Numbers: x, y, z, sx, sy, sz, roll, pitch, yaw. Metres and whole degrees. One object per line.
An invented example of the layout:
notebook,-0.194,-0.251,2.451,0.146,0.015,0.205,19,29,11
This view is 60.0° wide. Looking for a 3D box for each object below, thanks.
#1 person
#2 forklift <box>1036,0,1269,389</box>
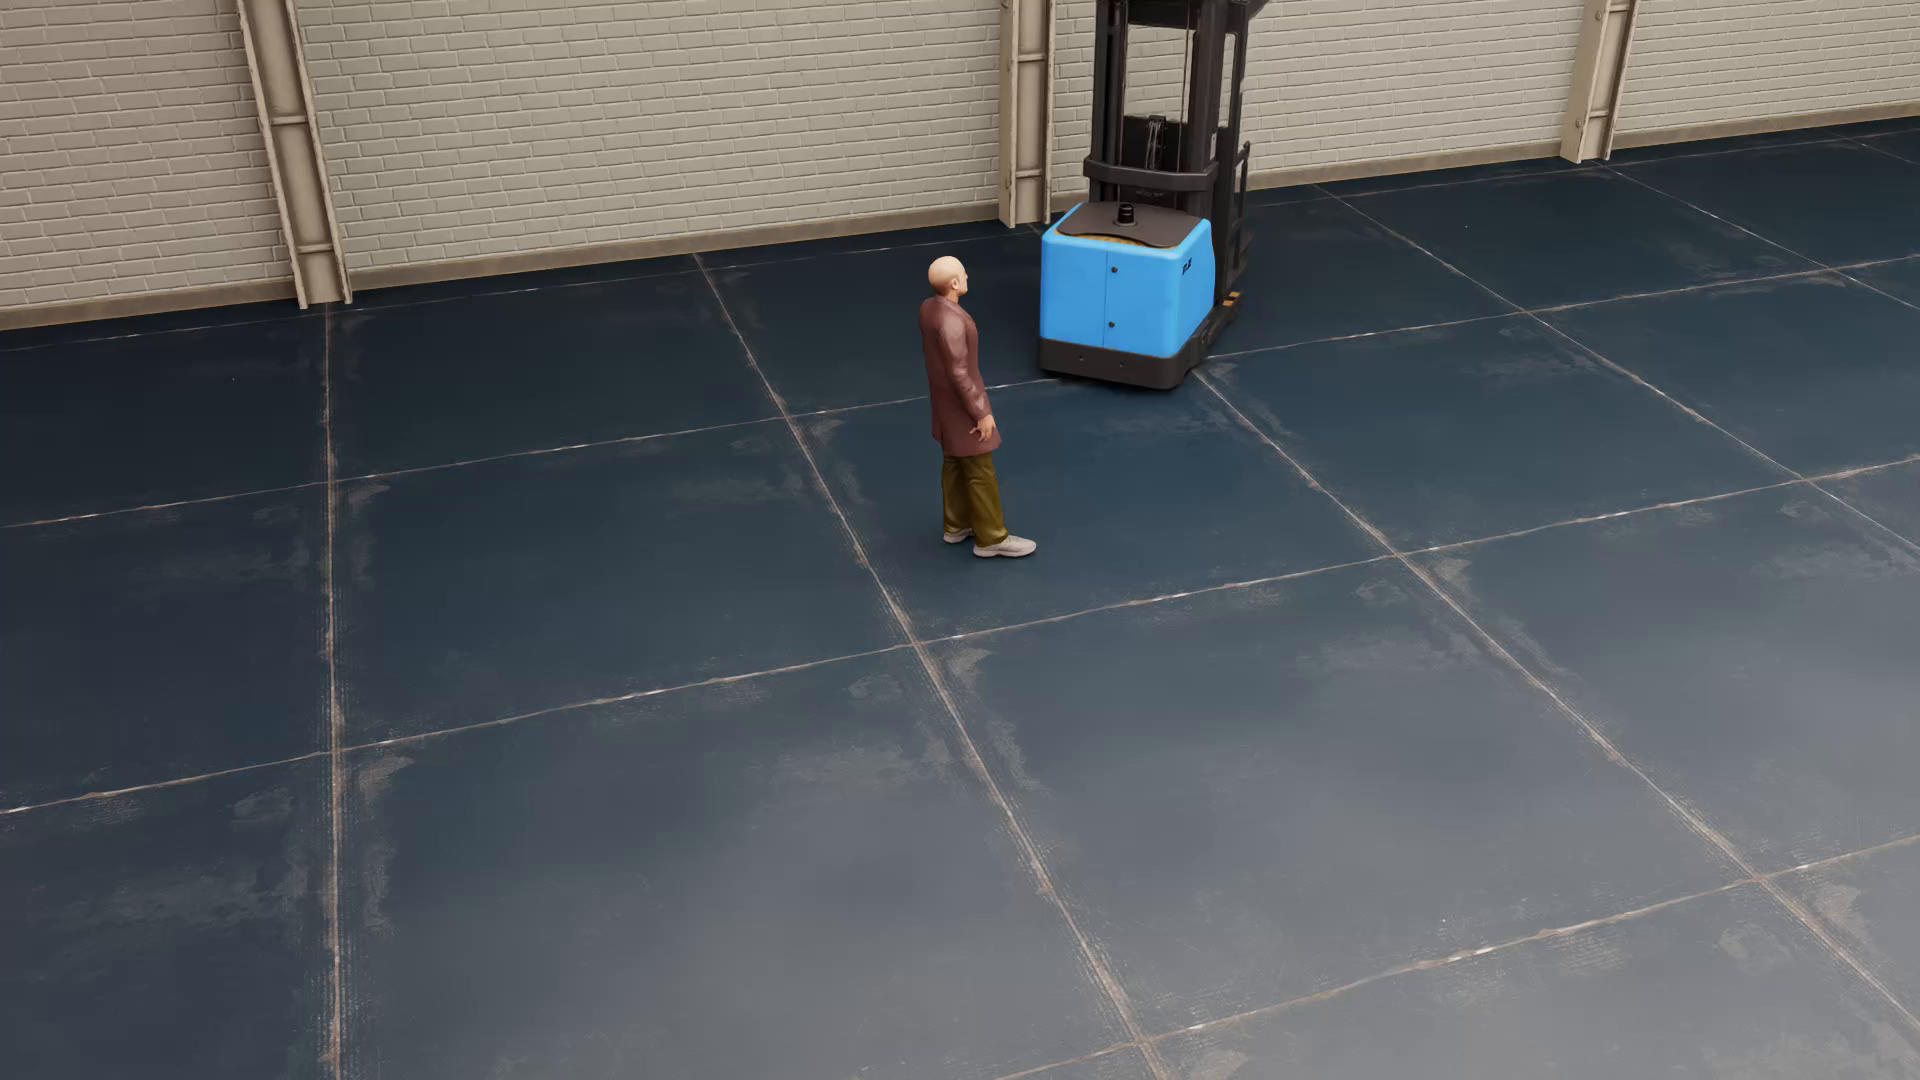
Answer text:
person,0.088,-0.790,9.601,0.579,1.778,0.698,-10,31,-16
forklift,1.598,-3.050,12.388,1.130,2.935,3.031,12,32,20
